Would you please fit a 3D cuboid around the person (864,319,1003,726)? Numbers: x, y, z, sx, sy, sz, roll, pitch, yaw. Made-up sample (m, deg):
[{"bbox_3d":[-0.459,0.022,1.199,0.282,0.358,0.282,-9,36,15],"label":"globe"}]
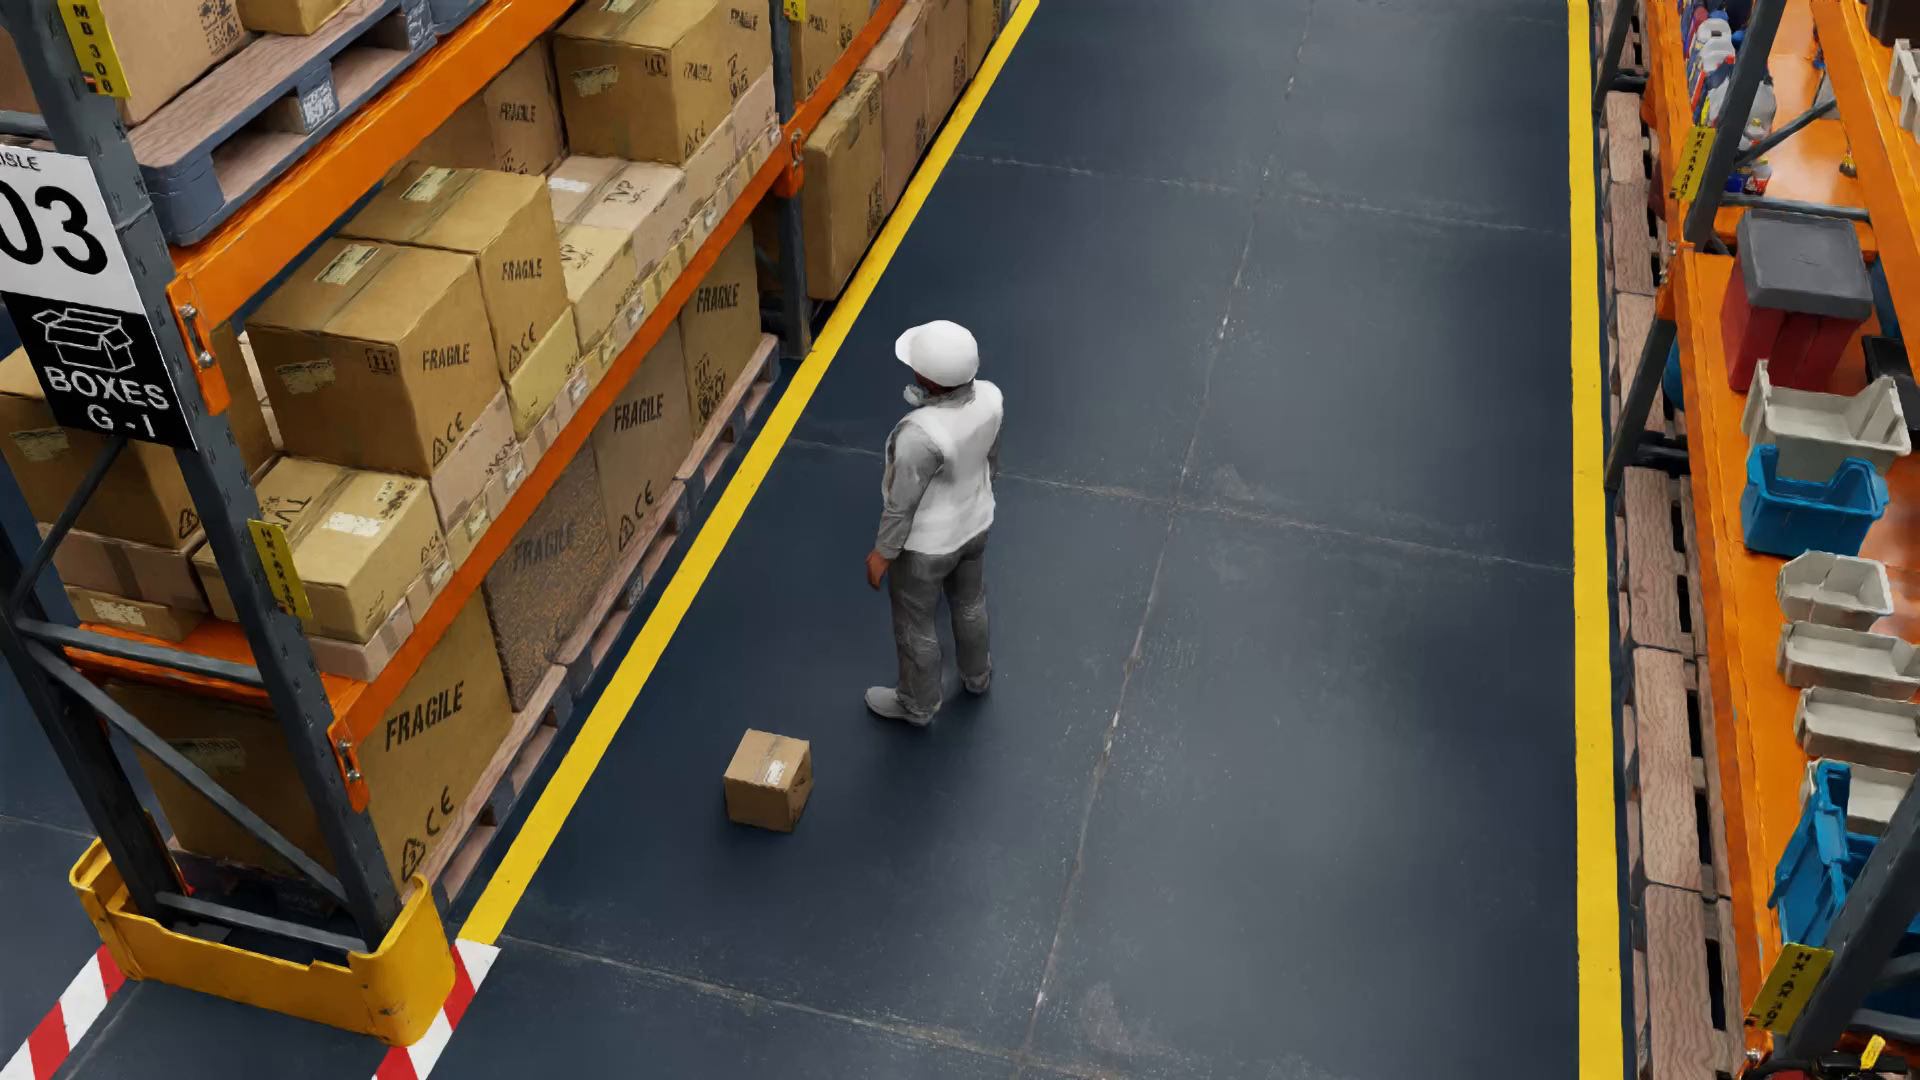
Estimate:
[{"bbox_3d":[-0.094,-0.058,6.163,0.379,1.783,0.628,29,49,30],"label":"person"}]
